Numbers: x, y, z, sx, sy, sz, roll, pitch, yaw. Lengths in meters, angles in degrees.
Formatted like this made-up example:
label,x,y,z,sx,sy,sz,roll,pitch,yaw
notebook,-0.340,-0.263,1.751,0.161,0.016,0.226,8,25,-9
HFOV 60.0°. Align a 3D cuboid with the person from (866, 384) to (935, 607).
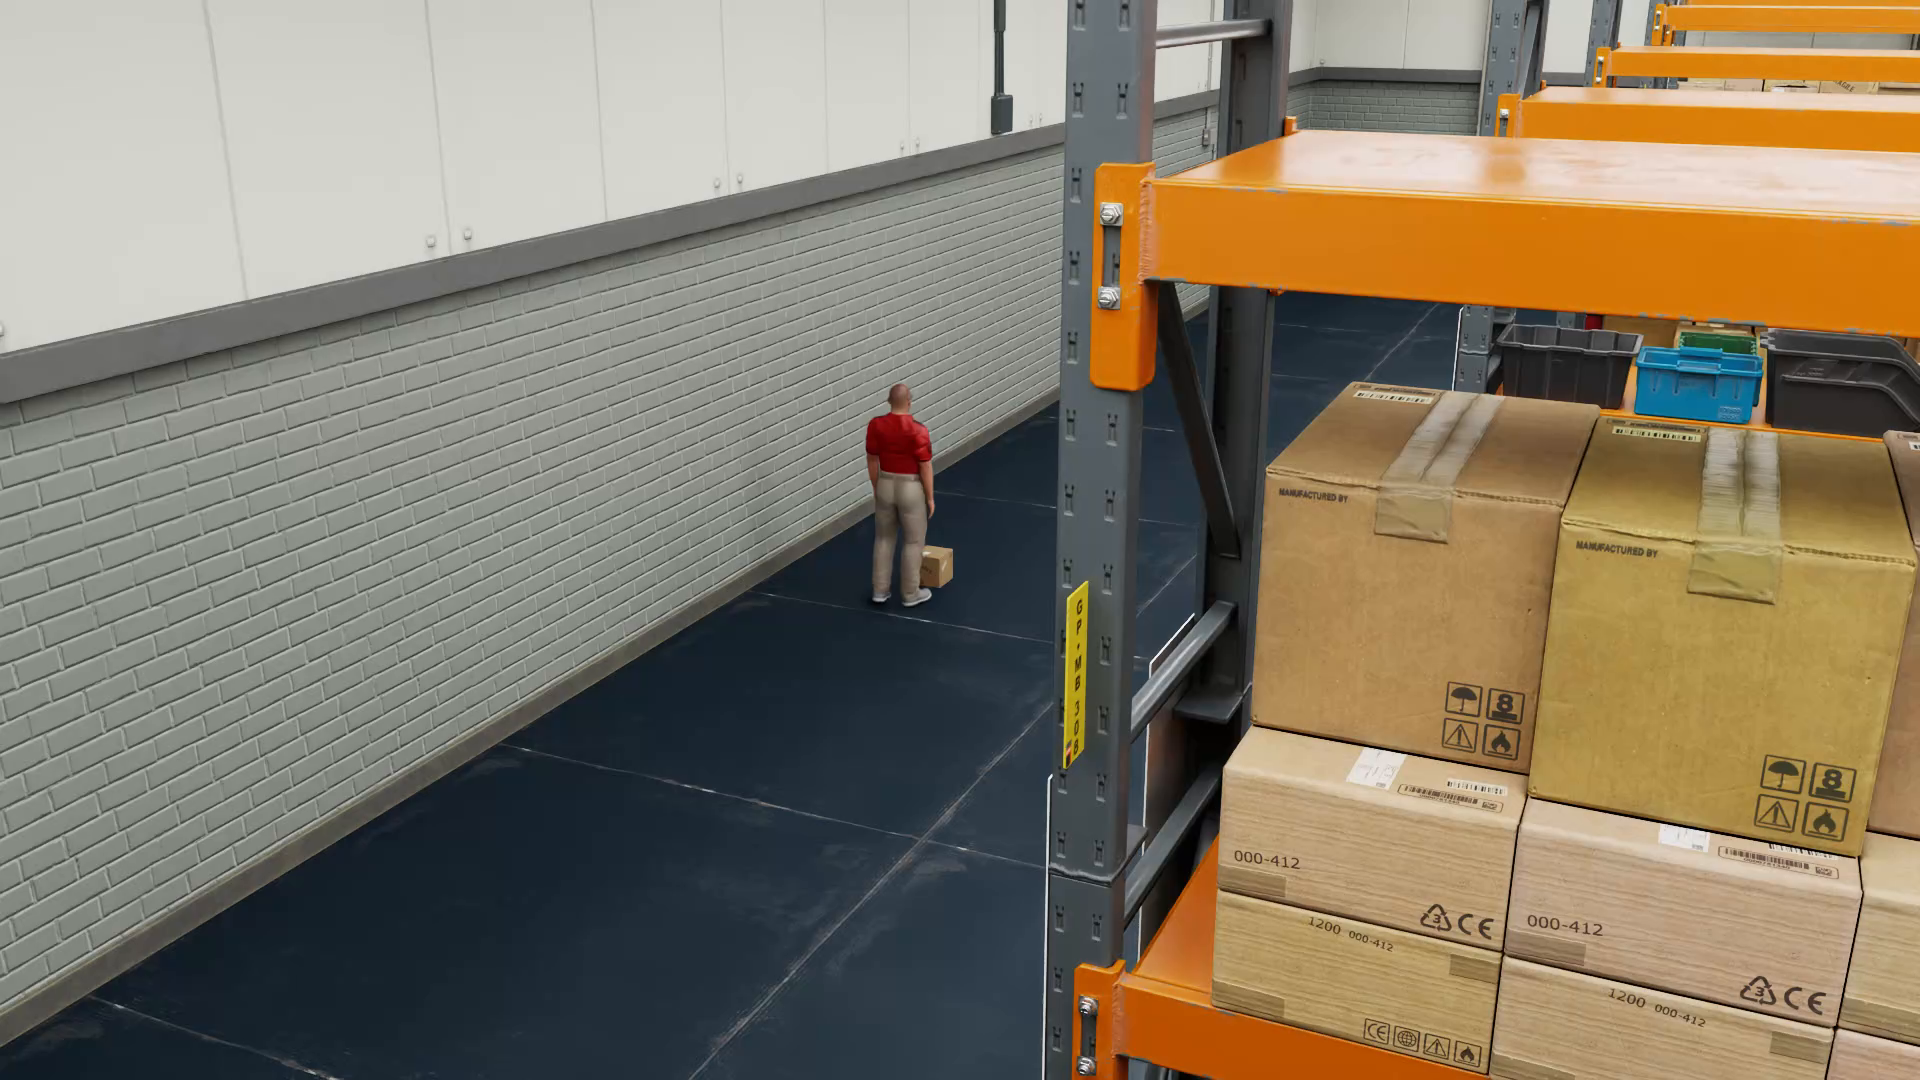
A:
label,x,y,z,sx,sy,sz,roll,pitch,yaw
person,-0.431,-0.339,12.594,0.544,1.748,0.361,9,21,24
